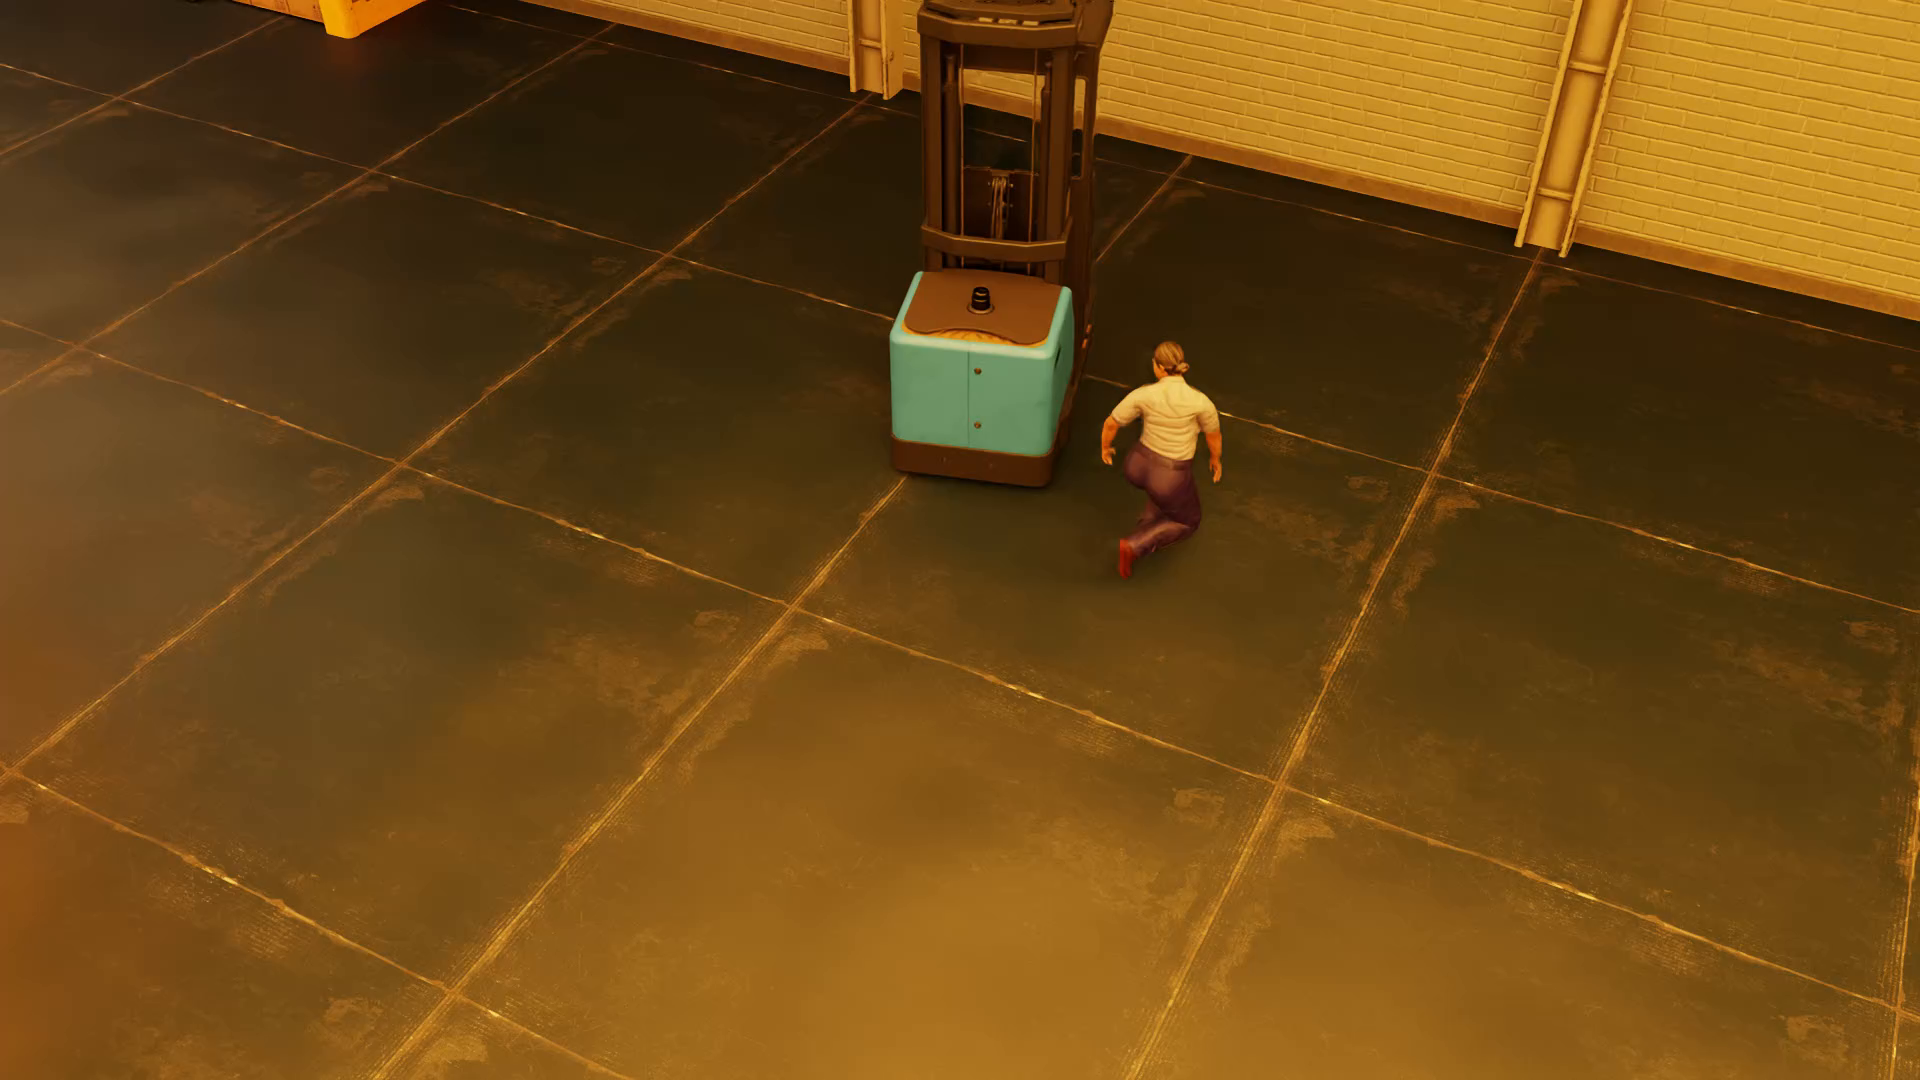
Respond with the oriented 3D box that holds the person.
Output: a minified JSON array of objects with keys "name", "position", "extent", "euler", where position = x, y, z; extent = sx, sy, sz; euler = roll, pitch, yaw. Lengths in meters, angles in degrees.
[{"name":"person","position":[1.116,-0.463,9.728],"extent":[0.633,1.439,0.682],"euler":[30,48,30]}]

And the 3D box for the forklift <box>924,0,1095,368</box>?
[{"name":"forklift","position":[0.353,-2.411,10.849],"extent":[1.121,2.935,3.031],"euler":[7,41,9]}]
